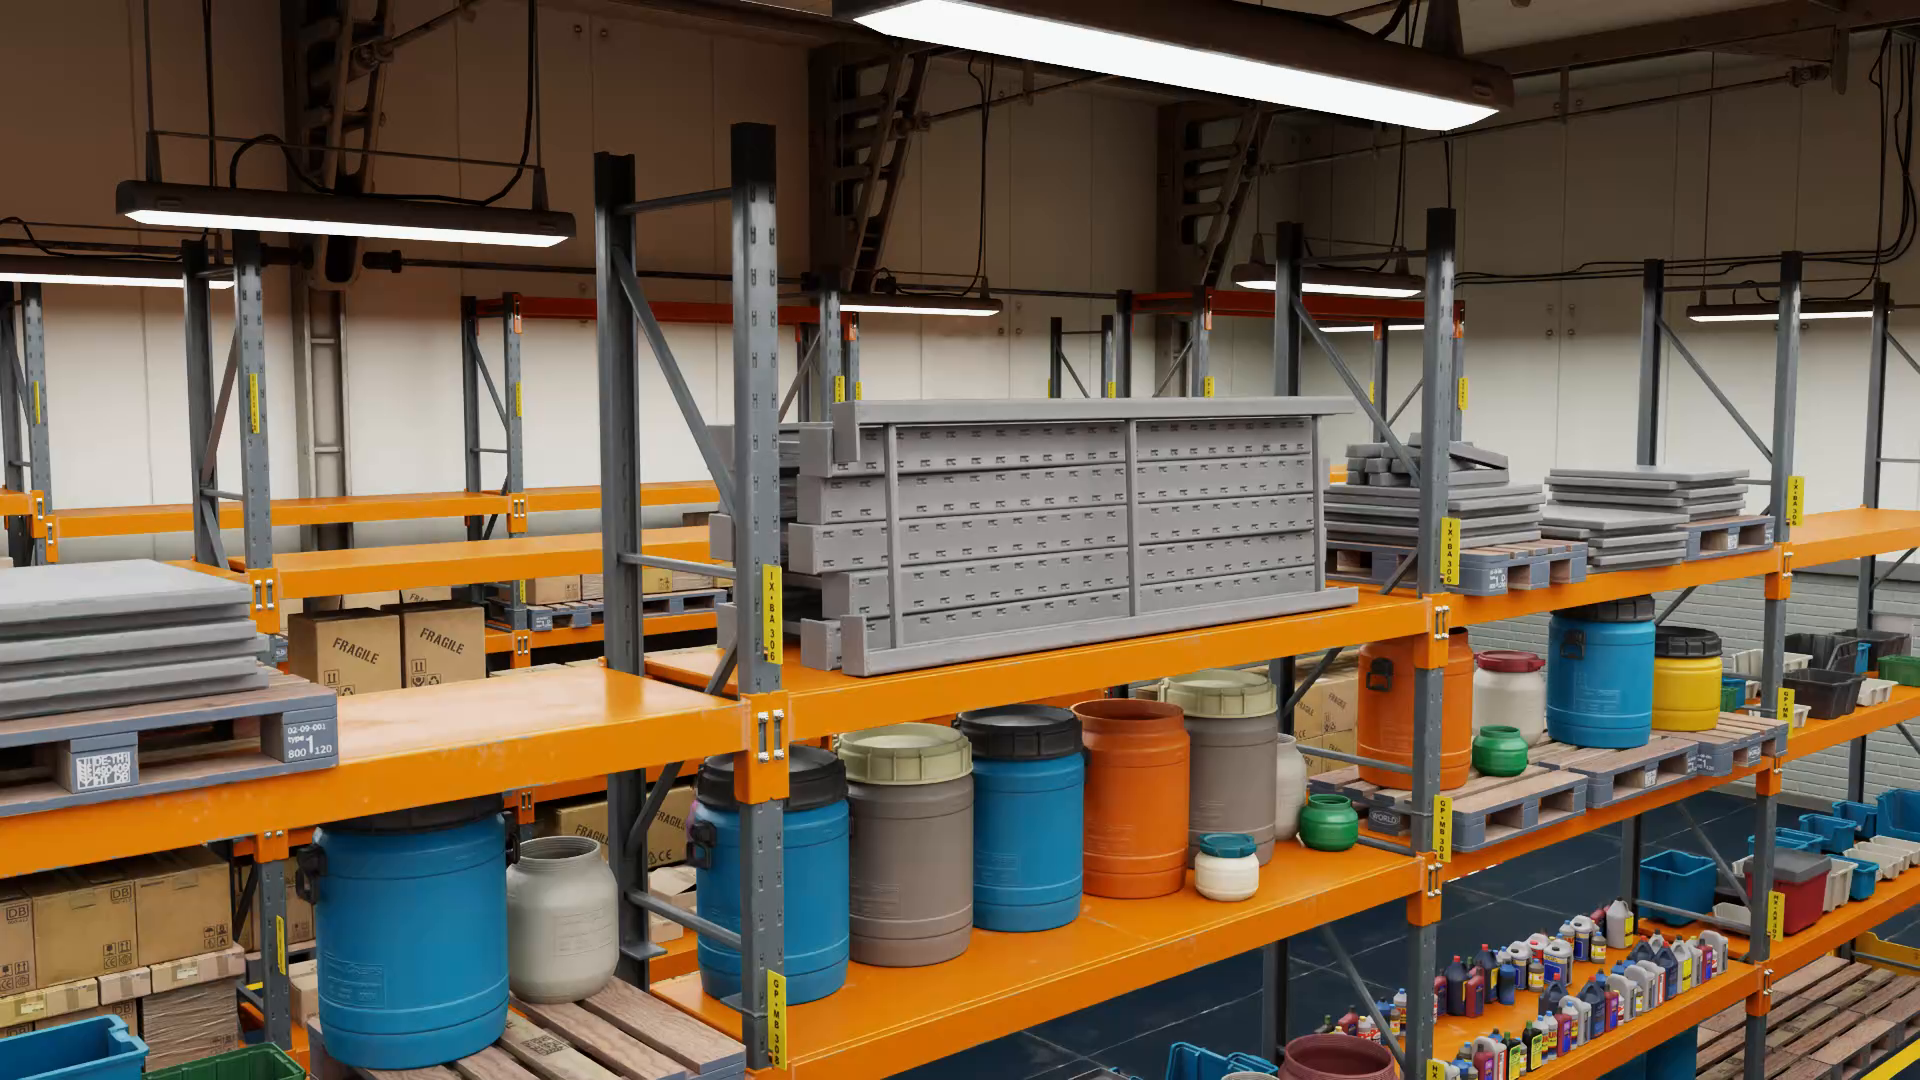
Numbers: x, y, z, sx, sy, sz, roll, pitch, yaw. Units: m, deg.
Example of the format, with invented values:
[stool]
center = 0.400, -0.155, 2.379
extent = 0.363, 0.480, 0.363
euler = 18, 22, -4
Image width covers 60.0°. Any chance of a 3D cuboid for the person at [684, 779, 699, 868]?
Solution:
[person]
center = -2.311, 2.956, 15.359
extent = 0.520, 1.579, 0.926
euler = 5, 7, 41
